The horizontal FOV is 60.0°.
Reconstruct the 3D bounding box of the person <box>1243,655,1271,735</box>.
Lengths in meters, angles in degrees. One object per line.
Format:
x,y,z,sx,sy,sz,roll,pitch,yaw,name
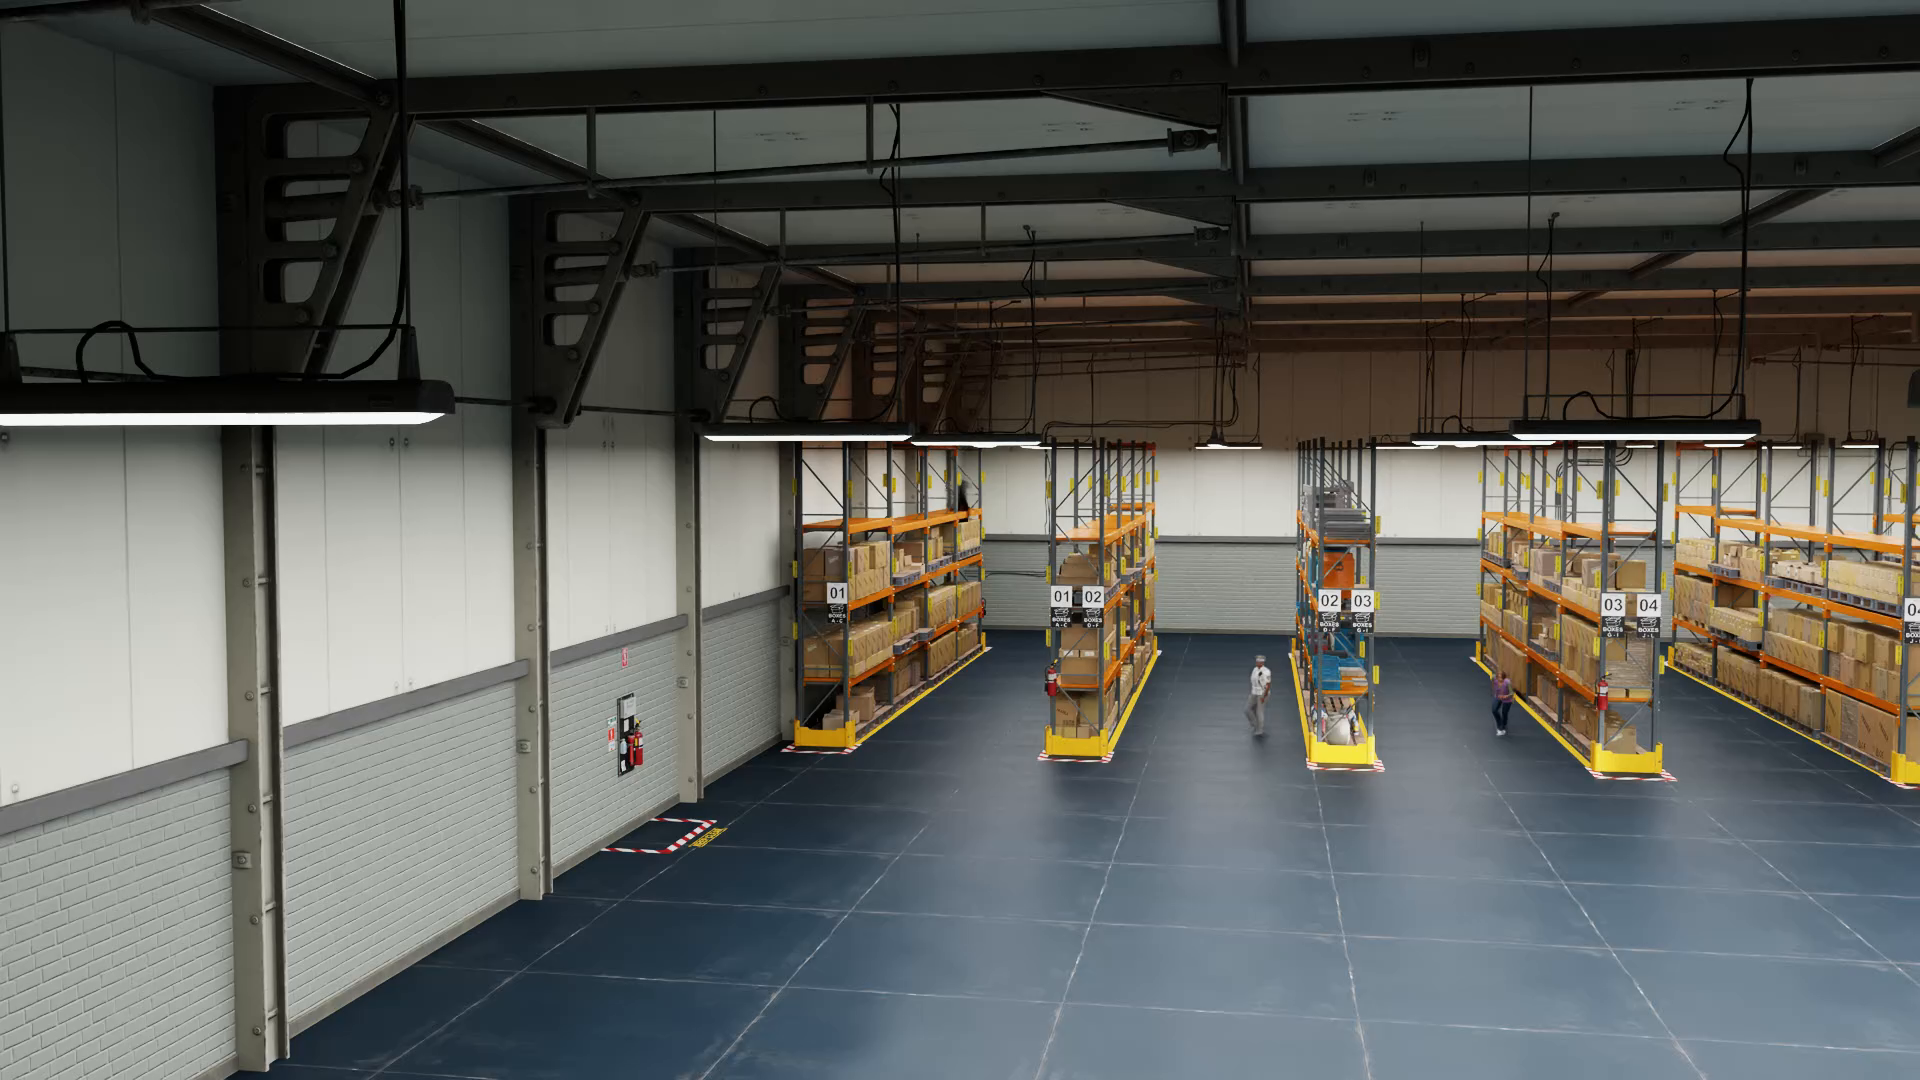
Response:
6.030,3.144,33.684,0.452,1.678,0.701,-2,4,-38,person

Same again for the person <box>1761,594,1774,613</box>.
22.710,2.363,46.885,0.800,1.784,0.564,-1,3,-23,person

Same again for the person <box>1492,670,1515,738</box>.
10.985,3.262,33.568,0.527,1.384,1.046,2,4,31,person

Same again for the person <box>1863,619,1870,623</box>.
24.924,2.479,45.294,0.893,1.681,0.597,0,3,1,person
